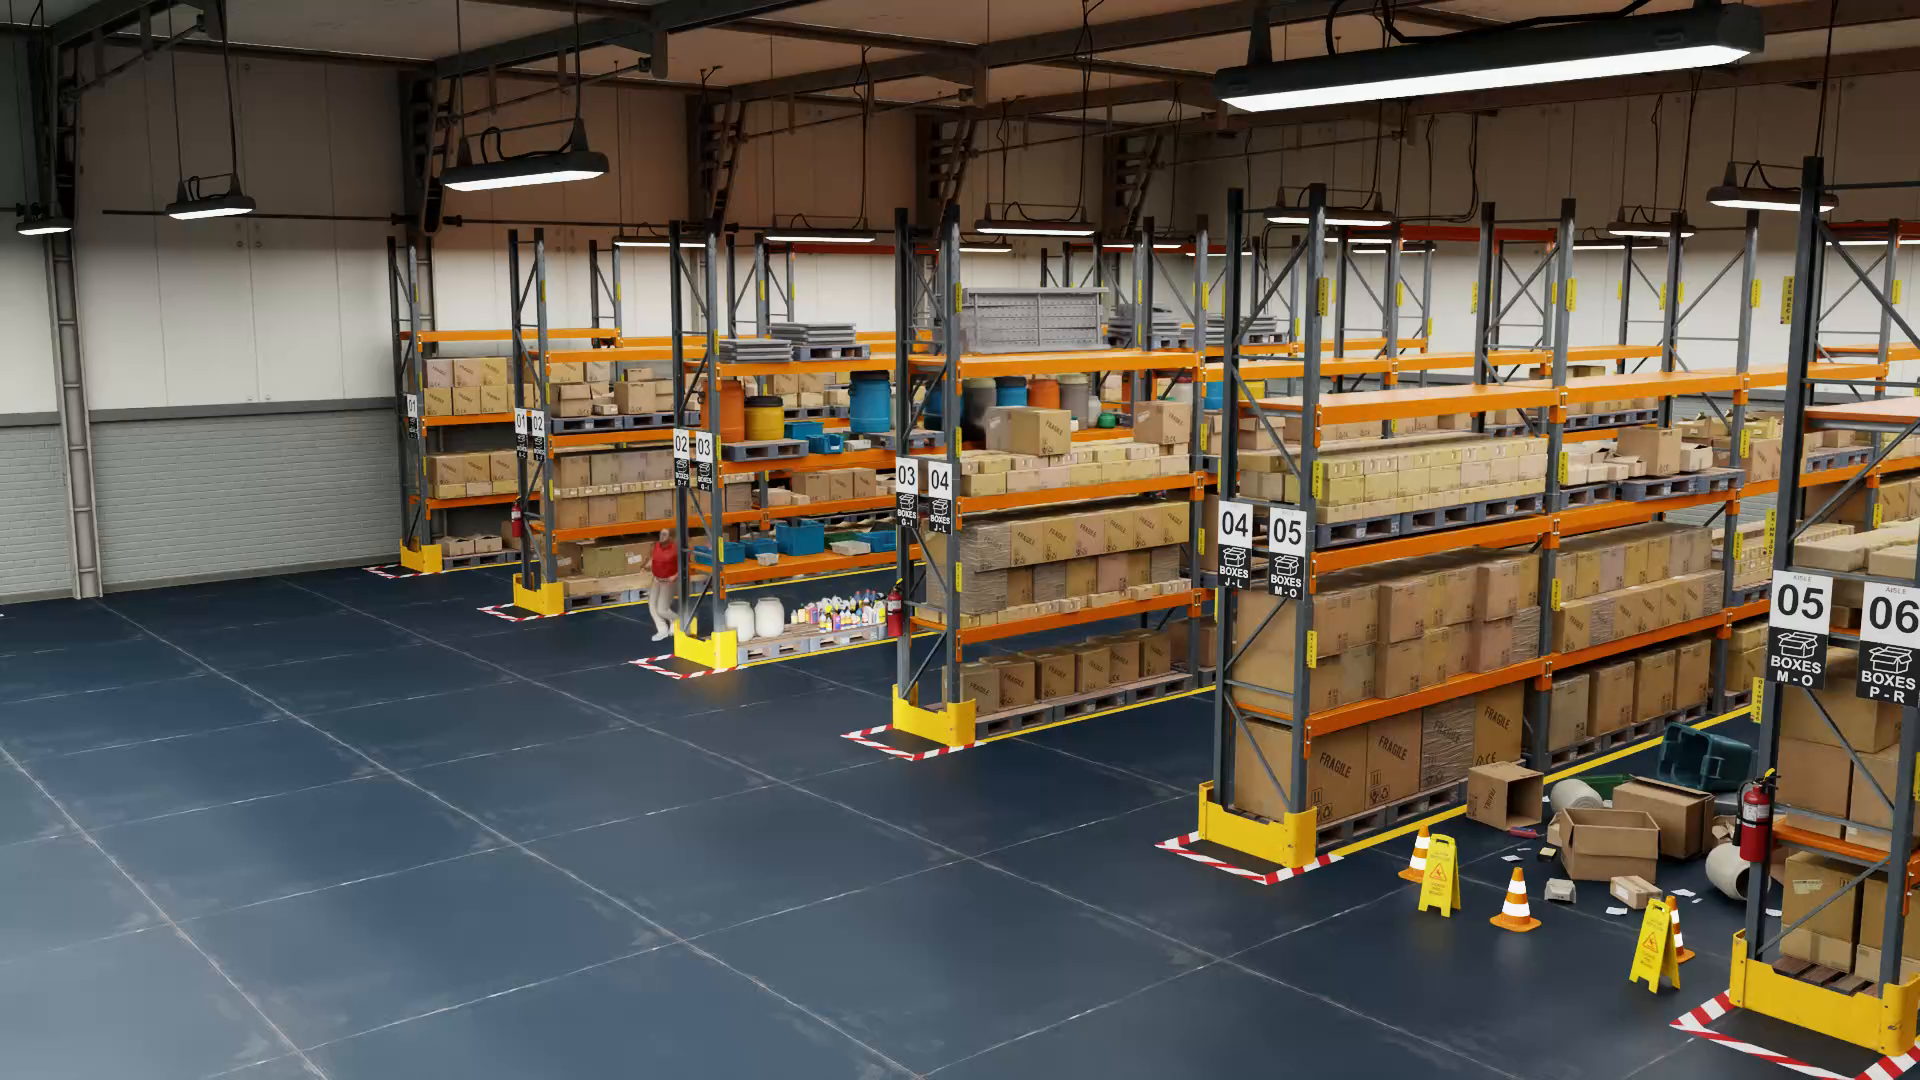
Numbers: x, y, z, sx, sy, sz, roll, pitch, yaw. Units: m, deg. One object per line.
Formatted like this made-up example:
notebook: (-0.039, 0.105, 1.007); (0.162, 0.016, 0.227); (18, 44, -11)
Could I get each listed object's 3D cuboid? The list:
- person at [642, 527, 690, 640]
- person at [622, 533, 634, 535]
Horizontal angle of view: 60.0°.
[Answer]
person: (-4.281, 0.643, 24.177); (0.684, 1.674, 0.638); (6, 11, 34)
person: (-5.984, -0.308, 30.428); (0.582, 1.665, 0.578); (7, 11, 38)
